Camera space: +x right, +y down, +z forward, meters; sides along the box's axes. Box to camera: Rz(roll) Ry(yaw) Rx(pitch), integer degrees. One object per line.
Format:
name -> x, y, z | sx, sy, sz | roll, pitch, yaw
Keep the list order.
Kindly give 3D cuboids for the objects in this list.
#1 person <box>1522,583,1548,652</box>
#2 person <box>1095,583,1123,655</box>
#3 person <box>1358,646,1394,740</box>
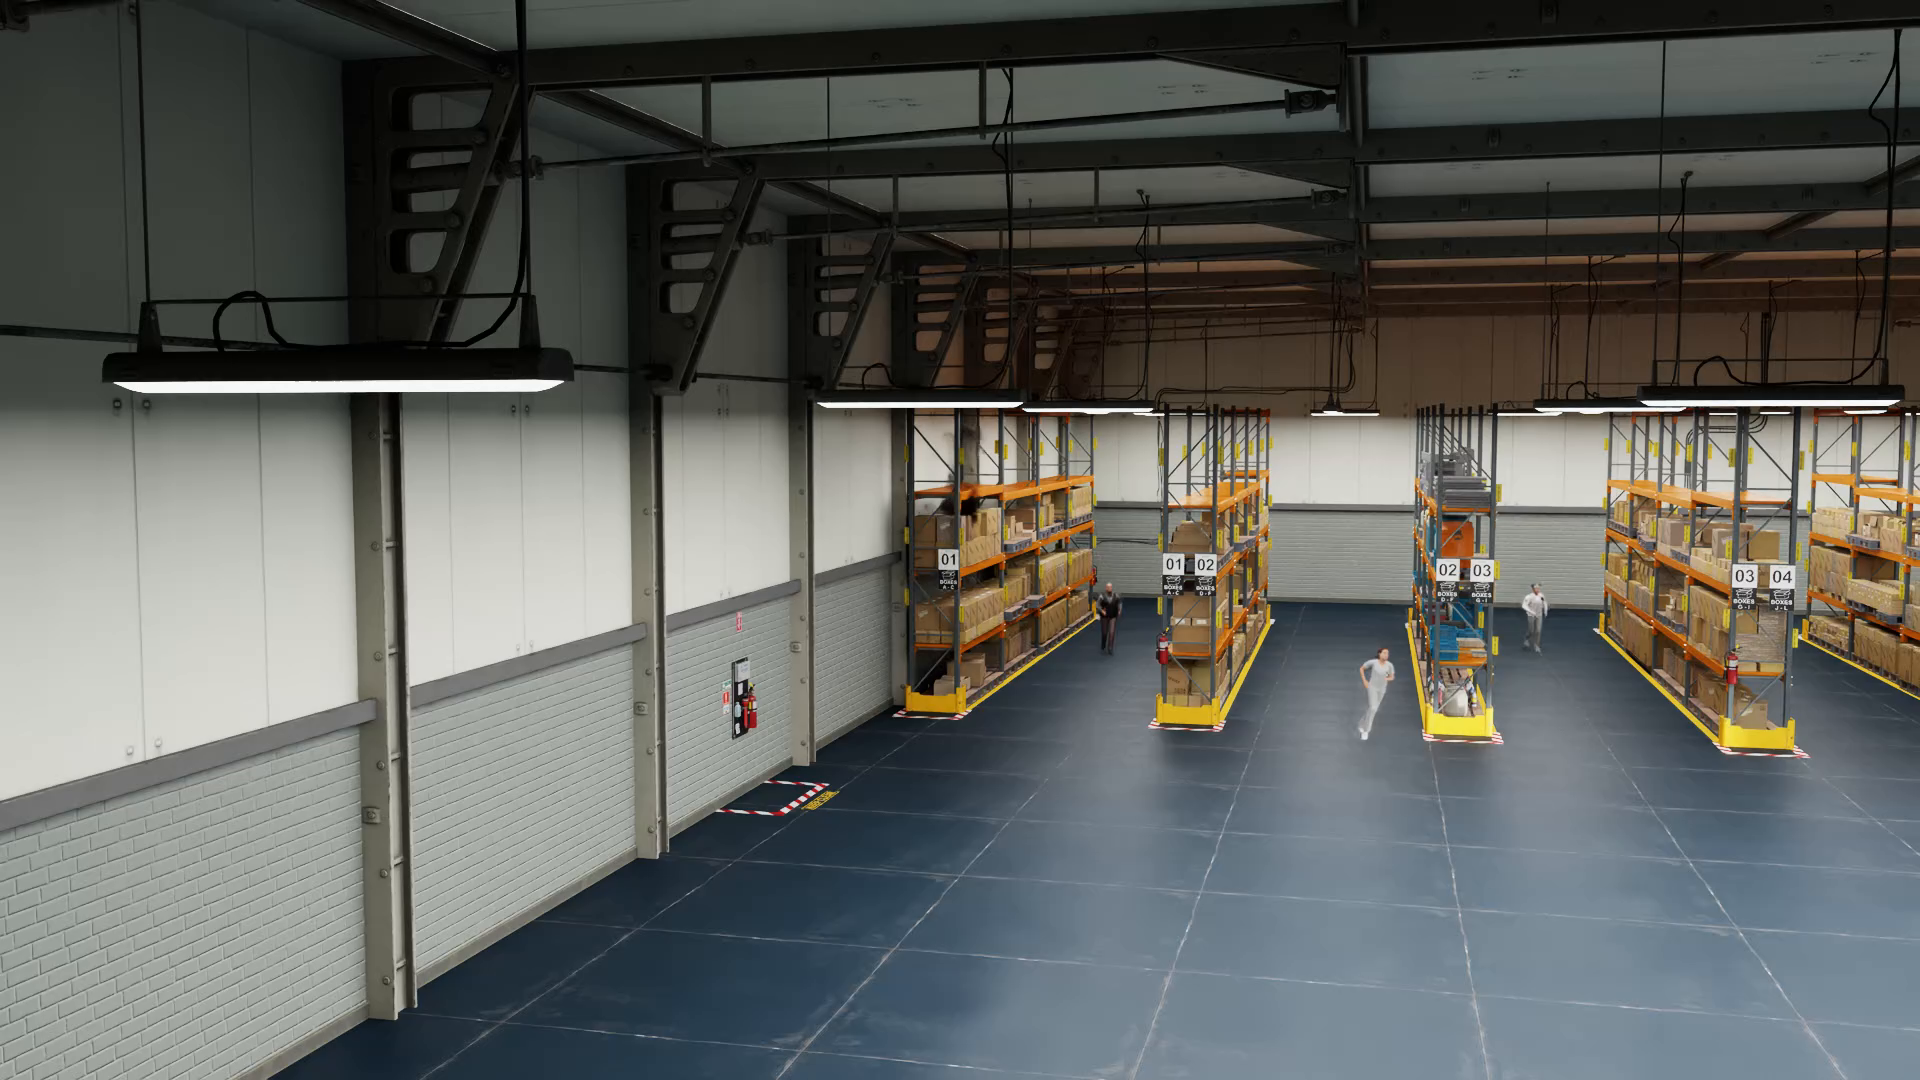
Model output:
person -> 14.228, 1.897, 41.150 | 0.642, 1.692, 0.761 | 0, 4, 0
person -> 3.646, 1.915, 40.643 | 0.684, 1.725, 0.794 | 0, 4, -1
person -> 7.466, 2.742, 29.957 | 0.673, 1.686, 0.704 | -1, 4, -11
